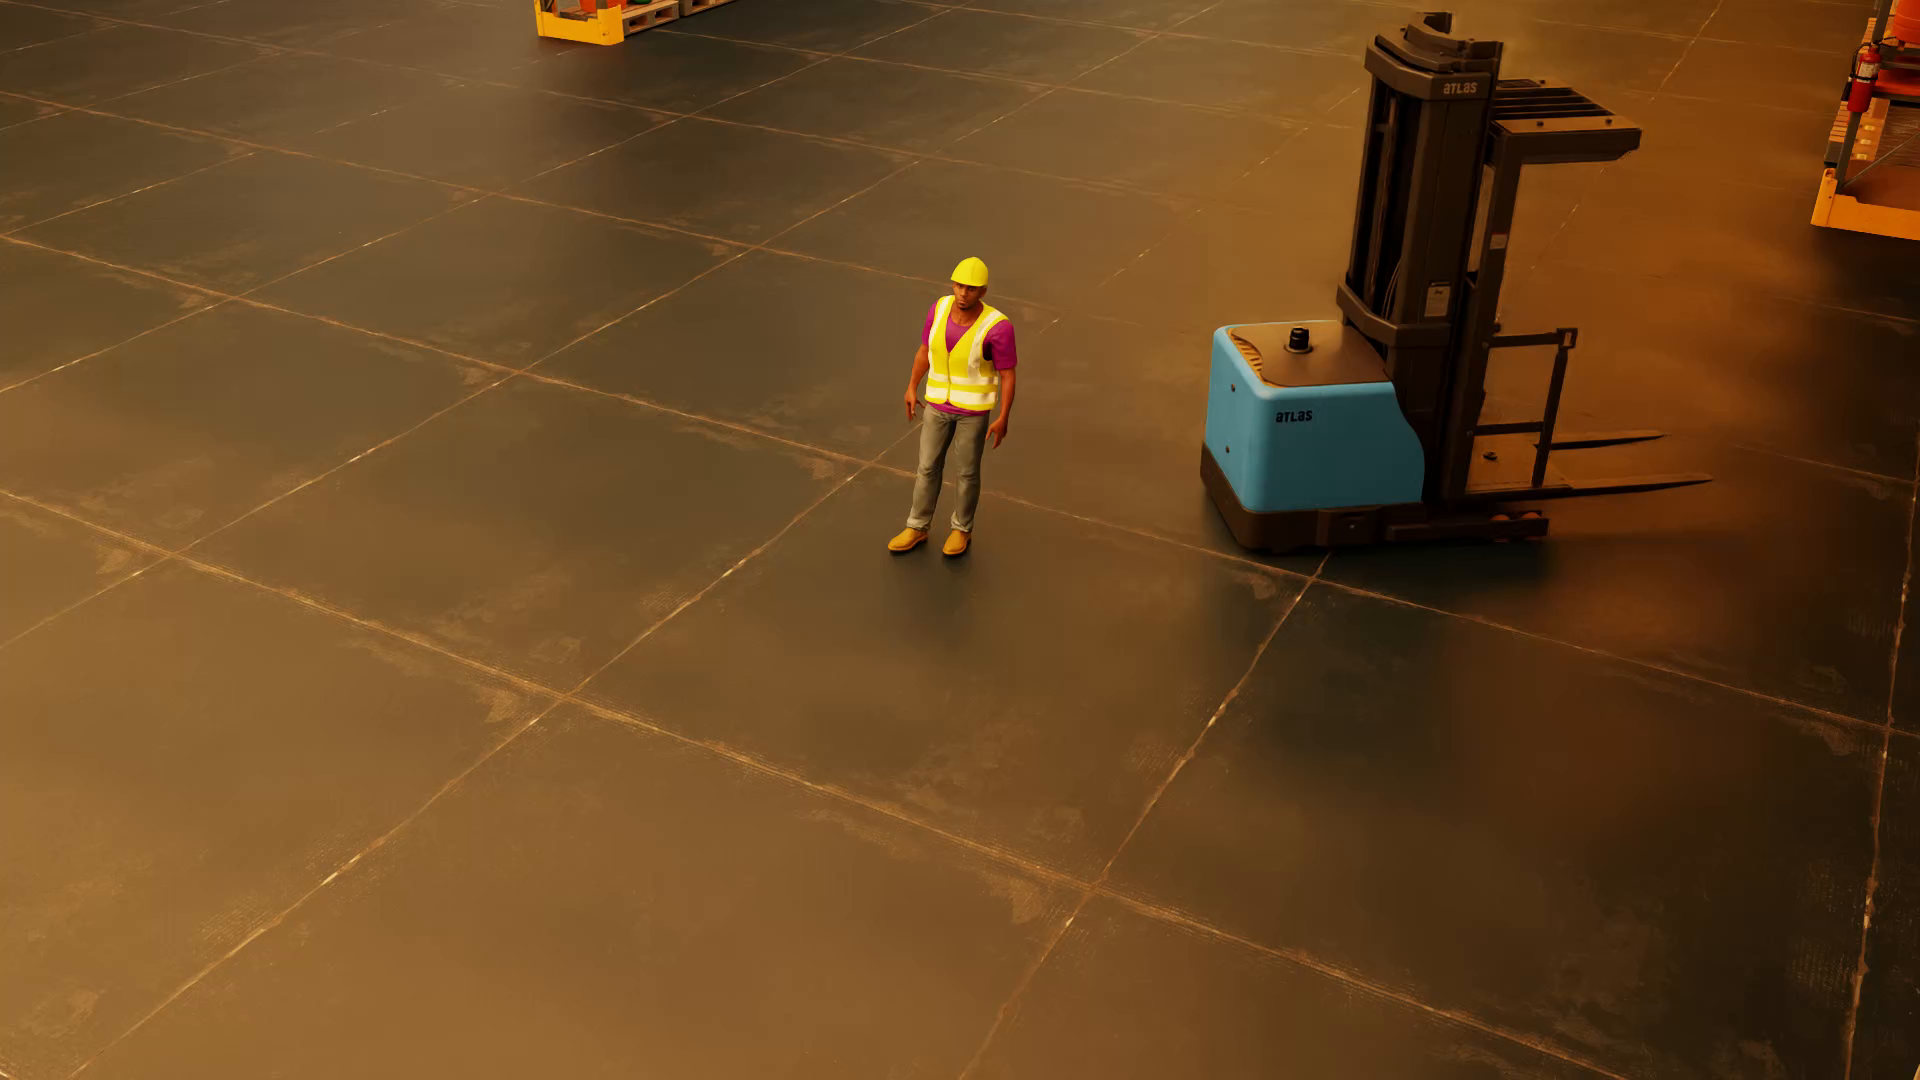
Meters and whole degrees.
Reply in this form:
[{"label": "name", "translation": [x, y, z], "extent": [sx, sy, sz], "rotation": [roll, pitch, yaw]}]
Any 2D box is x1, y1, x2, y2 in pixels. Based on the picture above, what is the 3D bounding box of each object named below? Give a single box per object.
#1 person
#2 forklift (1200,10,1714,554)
[{"label": "person", "translation": [-0.039, -0.742, 9.508], "extent": [0.666, 1.765, 0.577], "rotation": [15, 33, 25]}, {"label": "forklift", "translation": [3.085, -1.510, 9.687], "extent": [3.031, 2.935, 1.130], "rotation": [-4, 30, -7]}]
